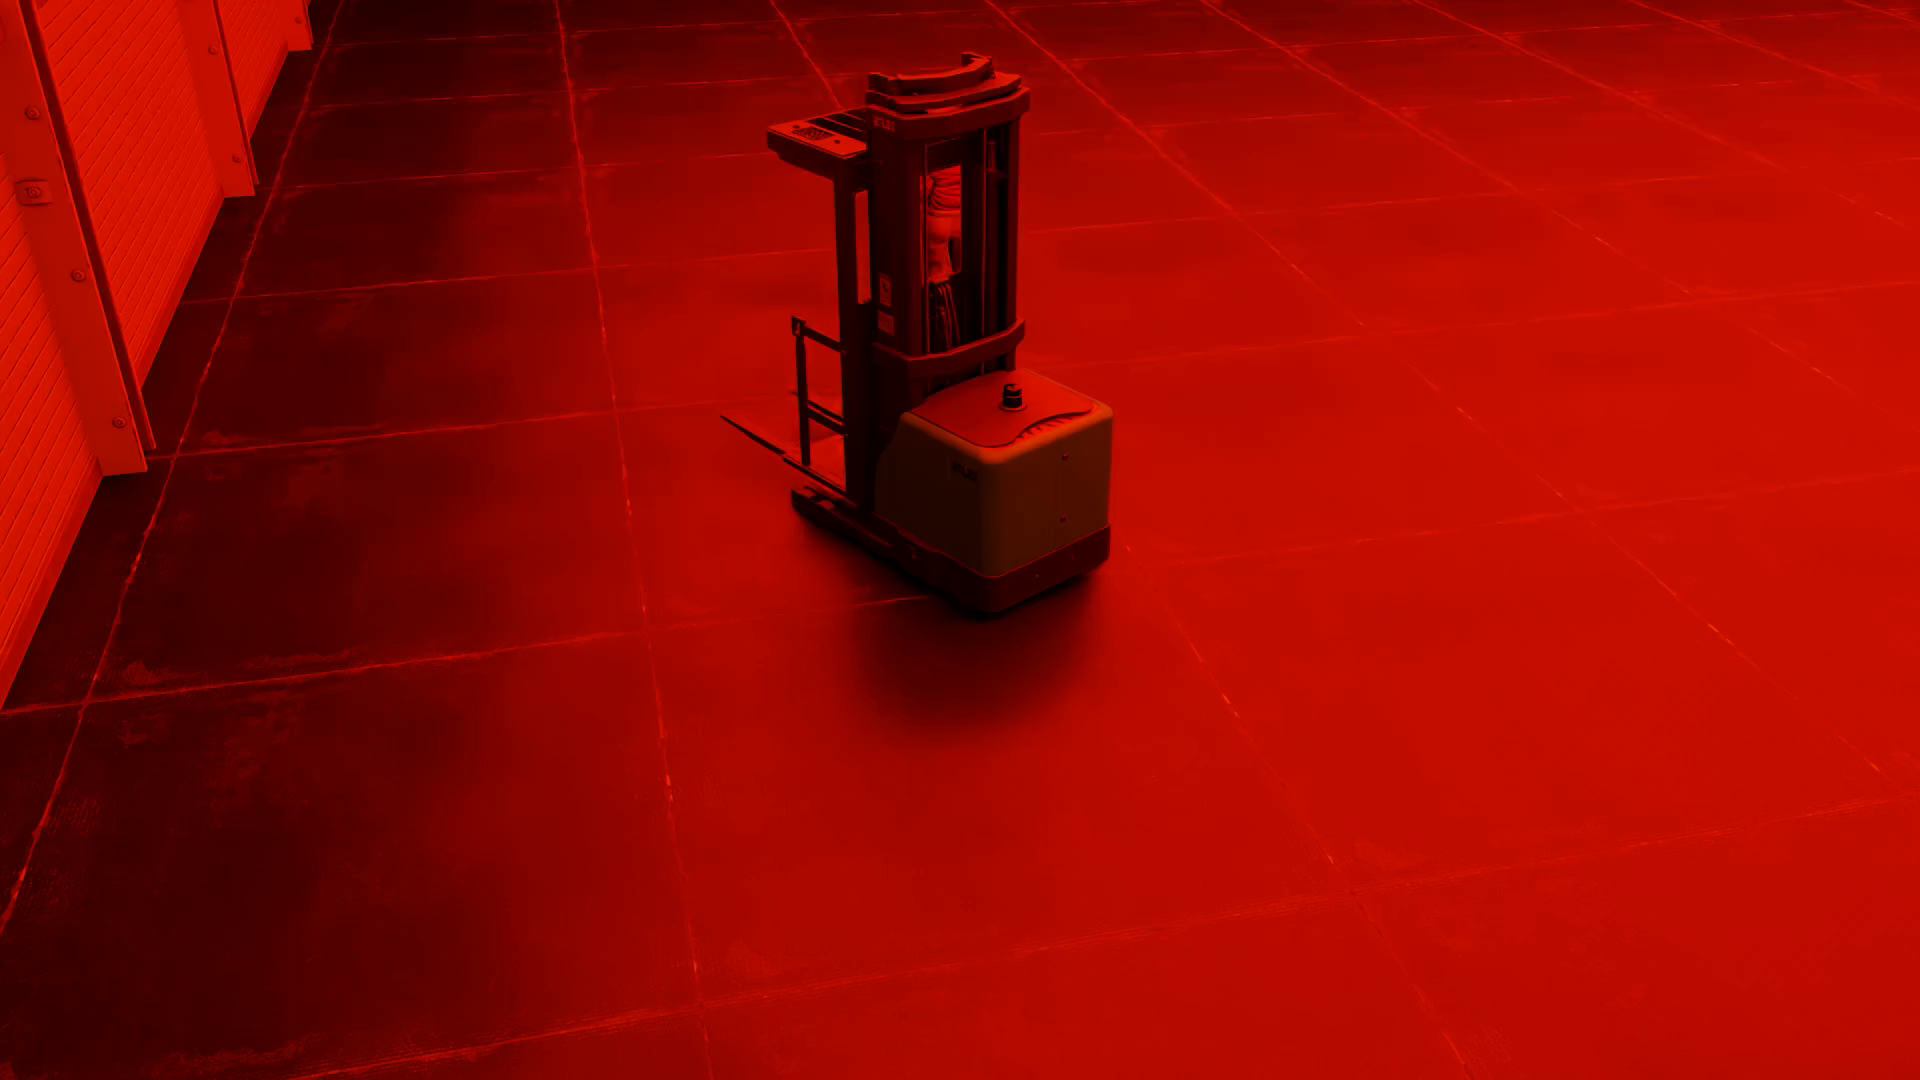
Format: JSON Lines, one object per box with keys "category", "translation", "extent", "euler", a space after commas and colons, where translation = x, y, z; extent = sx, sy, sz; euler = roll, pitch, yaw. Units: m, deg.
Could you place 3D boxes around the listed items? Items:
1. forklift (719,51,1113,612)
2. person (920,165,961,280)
{"category": "forklift", "translation": [-0.436, -1.507, 10.178], "extent": [1.130, 2.935, 3.031], "euler": [-24, 38, -35]}
{"category": "person", "translation": [-0.147, -2.523, 13.119], "extent": [0.639, 1.727, 0.551], "euler": [-12, 32, -20]}
